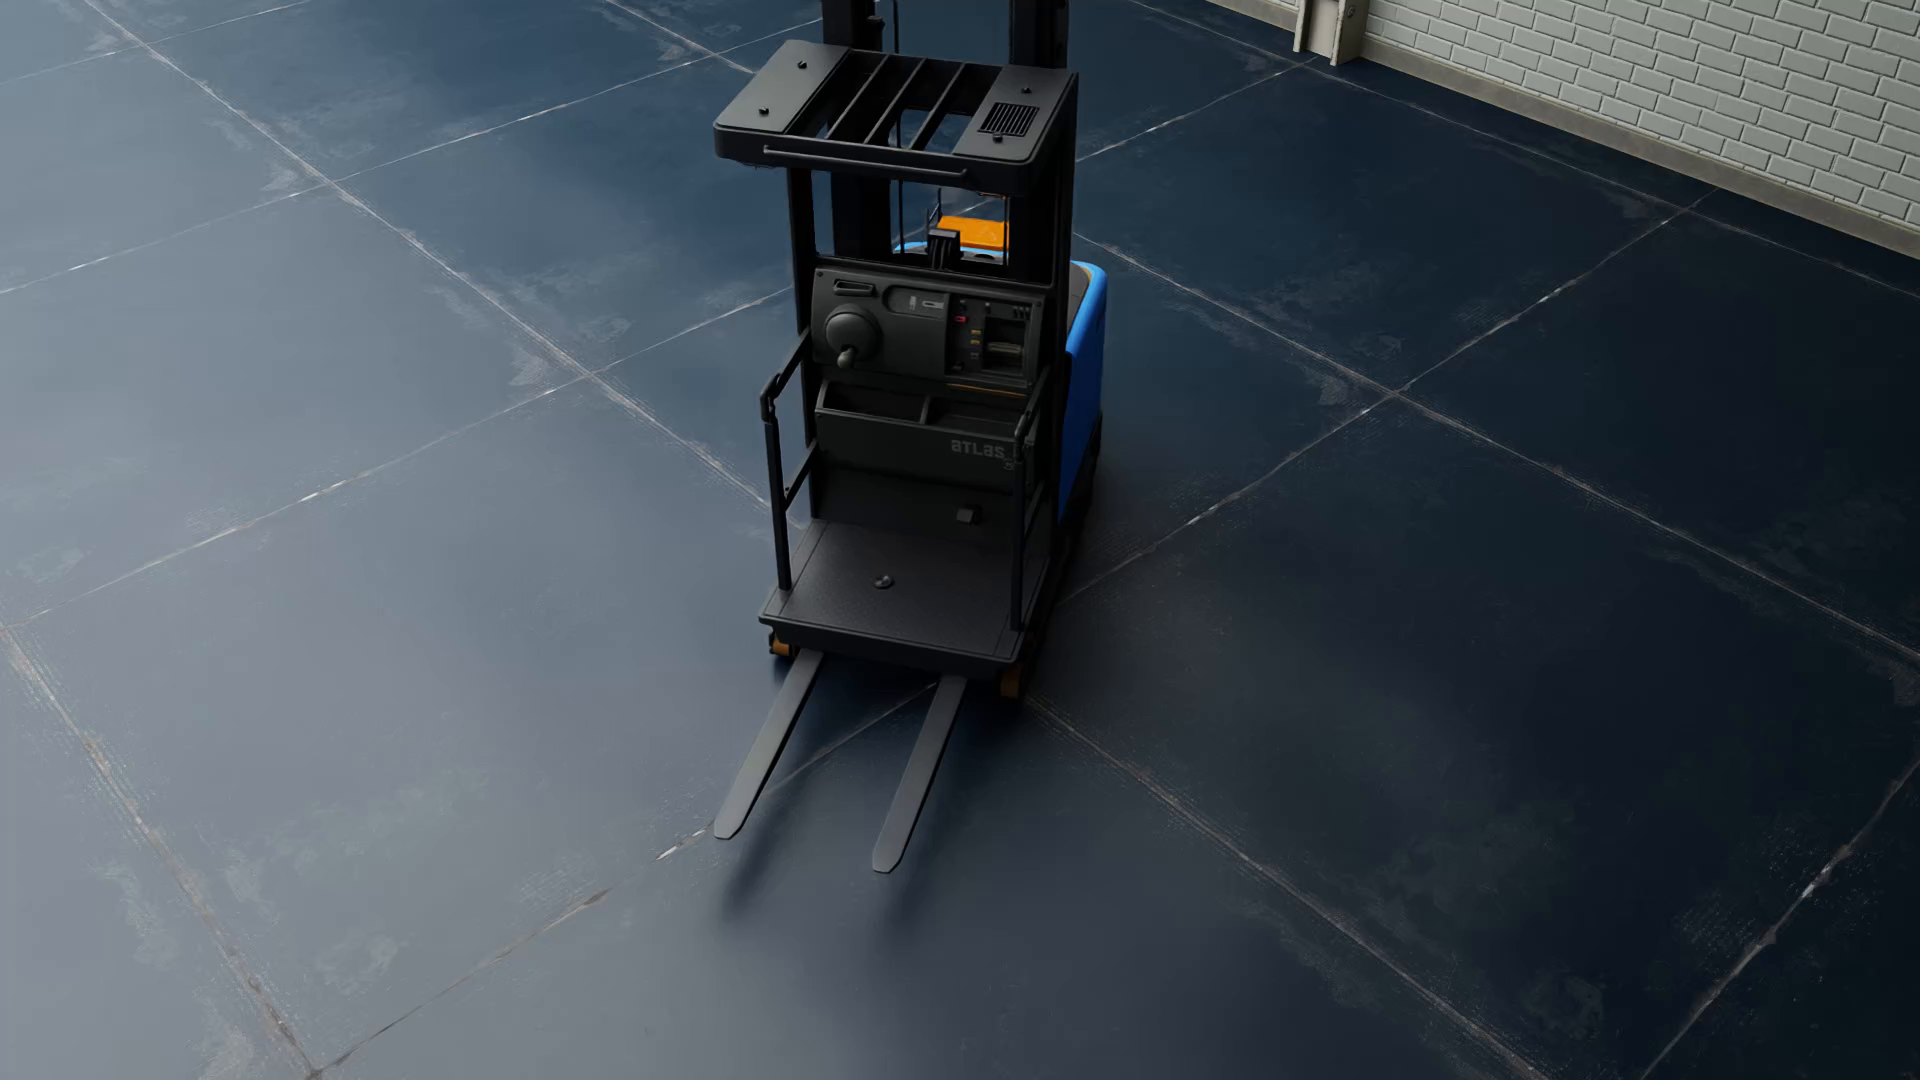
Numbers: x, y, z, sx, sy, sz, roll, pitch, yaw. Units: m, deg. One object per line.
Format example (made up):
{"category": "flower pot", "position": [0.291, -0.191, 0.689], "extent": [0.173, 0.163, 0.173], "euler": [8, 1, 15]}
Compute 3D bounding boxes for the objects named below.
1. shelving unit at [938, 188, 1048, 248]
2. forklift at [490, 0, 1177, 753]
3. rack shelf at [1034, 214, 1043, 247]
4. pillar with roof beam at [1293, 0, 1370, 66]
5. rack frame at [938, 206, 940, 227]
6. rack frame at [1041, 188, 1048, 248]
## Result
{"category": "shelving unit", "position": [0.158, -1.146, 8.212], "extent": [0.503, 1.200, 0.258], "euler": [3, 39, 4]}
{"category": "forklift", "position": [-0.520, -0.897, 6.528], "extent": [3.031, 2.935, 1.130], "euler": [-26, 46, -28]}
{"category": "rack shelf", "position": [0.158, -1.450, 7.964], "extent": [0.480, 0.148, 0.258], "euler": [3, 39, 4]}
{"category": "pillar with roof beam", "position": [-0.484, -5.238, 7.074], "extent": [9.100, 9.000, 0.400], "euler": [-30, 48, -32]}
{"category": "rack frame", "position": [-0.085, -1.158, 8.227], "extent": [0.015, 1.200, 0.240], "euler": [3, 39, 4]}
{"category": "rack frame", "position": [0.401, -1.133, 8.197], "extent": [0.015, 1.200, 0.240], "euler": [3, 39, 4]}
